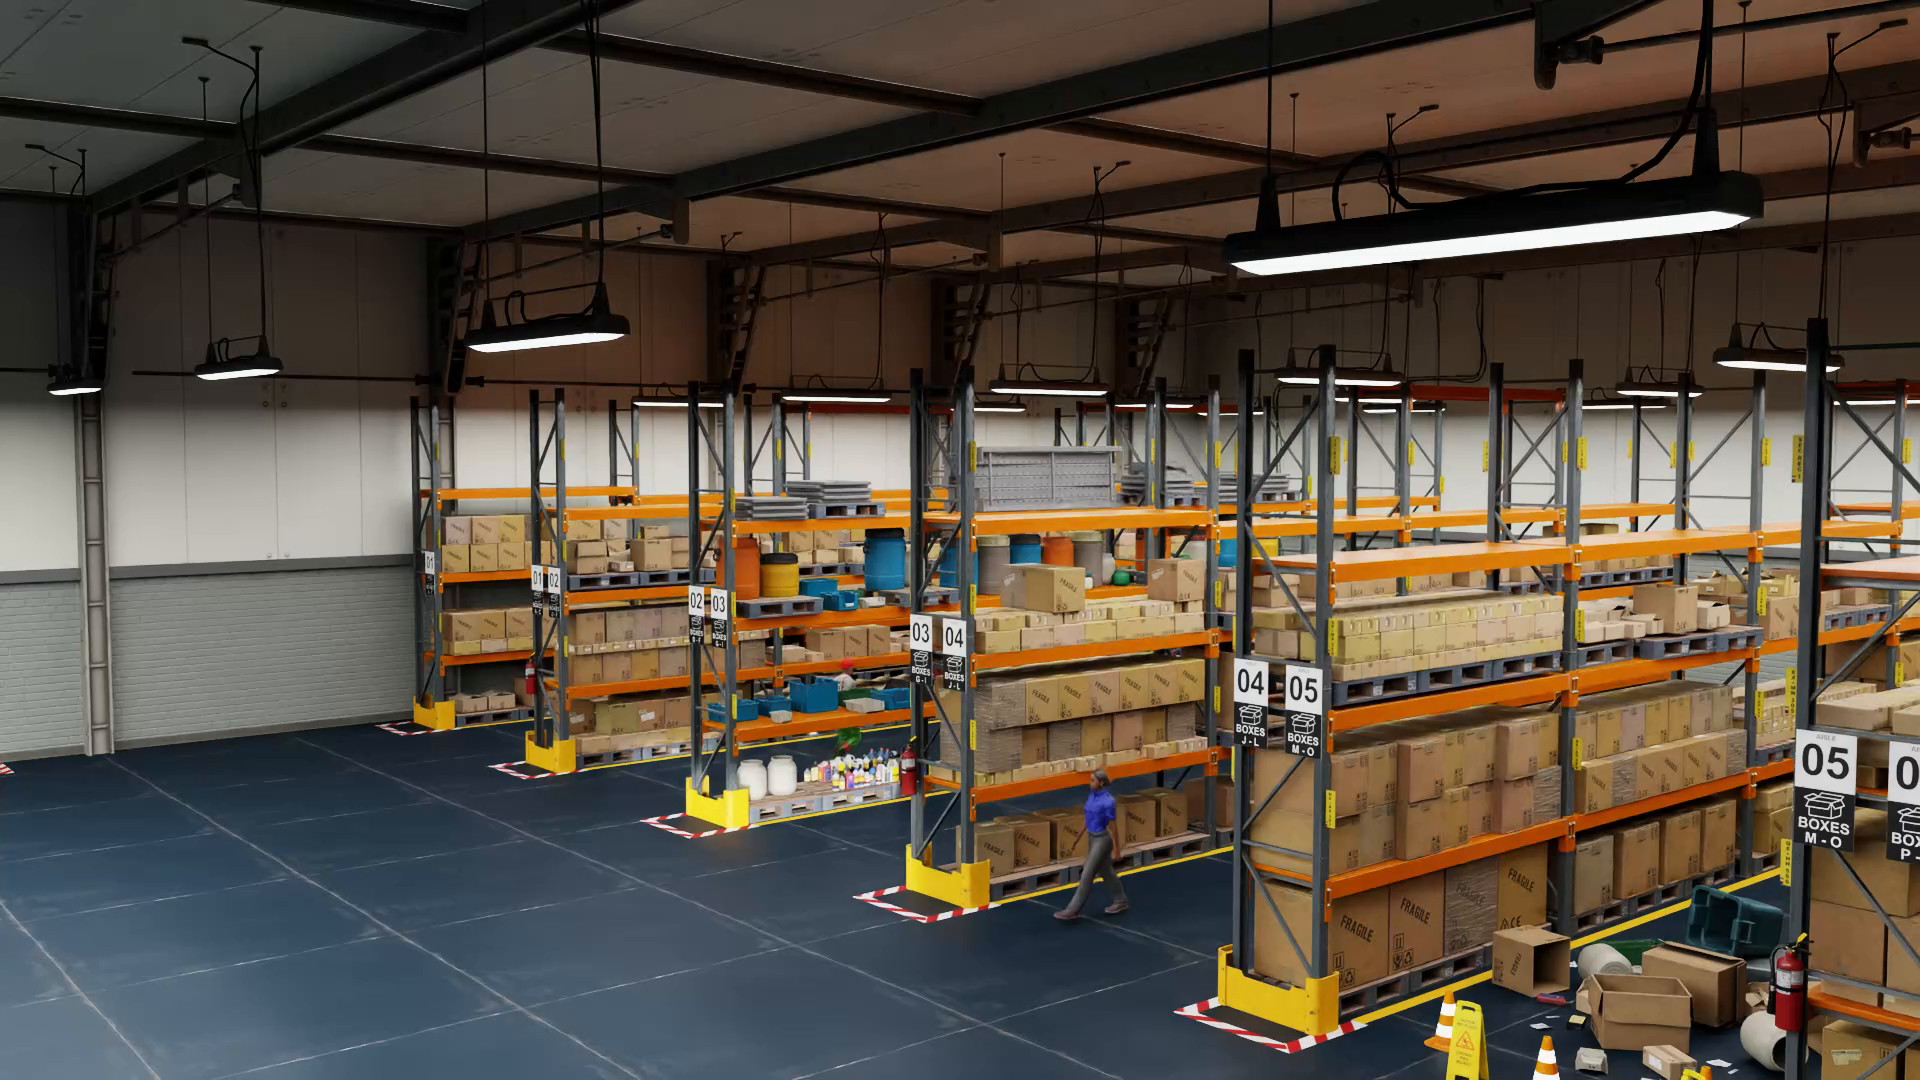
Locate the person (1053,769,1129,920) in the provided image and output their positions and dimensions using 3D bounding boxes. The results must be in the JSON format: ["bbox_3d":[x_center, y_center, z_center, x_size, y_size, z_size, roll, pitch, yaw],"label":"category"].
[{"bbox_3d":[1.410,3.277,18.030,0.958,1.608,0.478,-1,4,-17],"label":"person"}]

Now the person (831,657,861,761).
[{"bbox_3d":[-1.845,2.734,26.033,0.490,1.782,0.584,-2,4,-30],"label":"person"}]
